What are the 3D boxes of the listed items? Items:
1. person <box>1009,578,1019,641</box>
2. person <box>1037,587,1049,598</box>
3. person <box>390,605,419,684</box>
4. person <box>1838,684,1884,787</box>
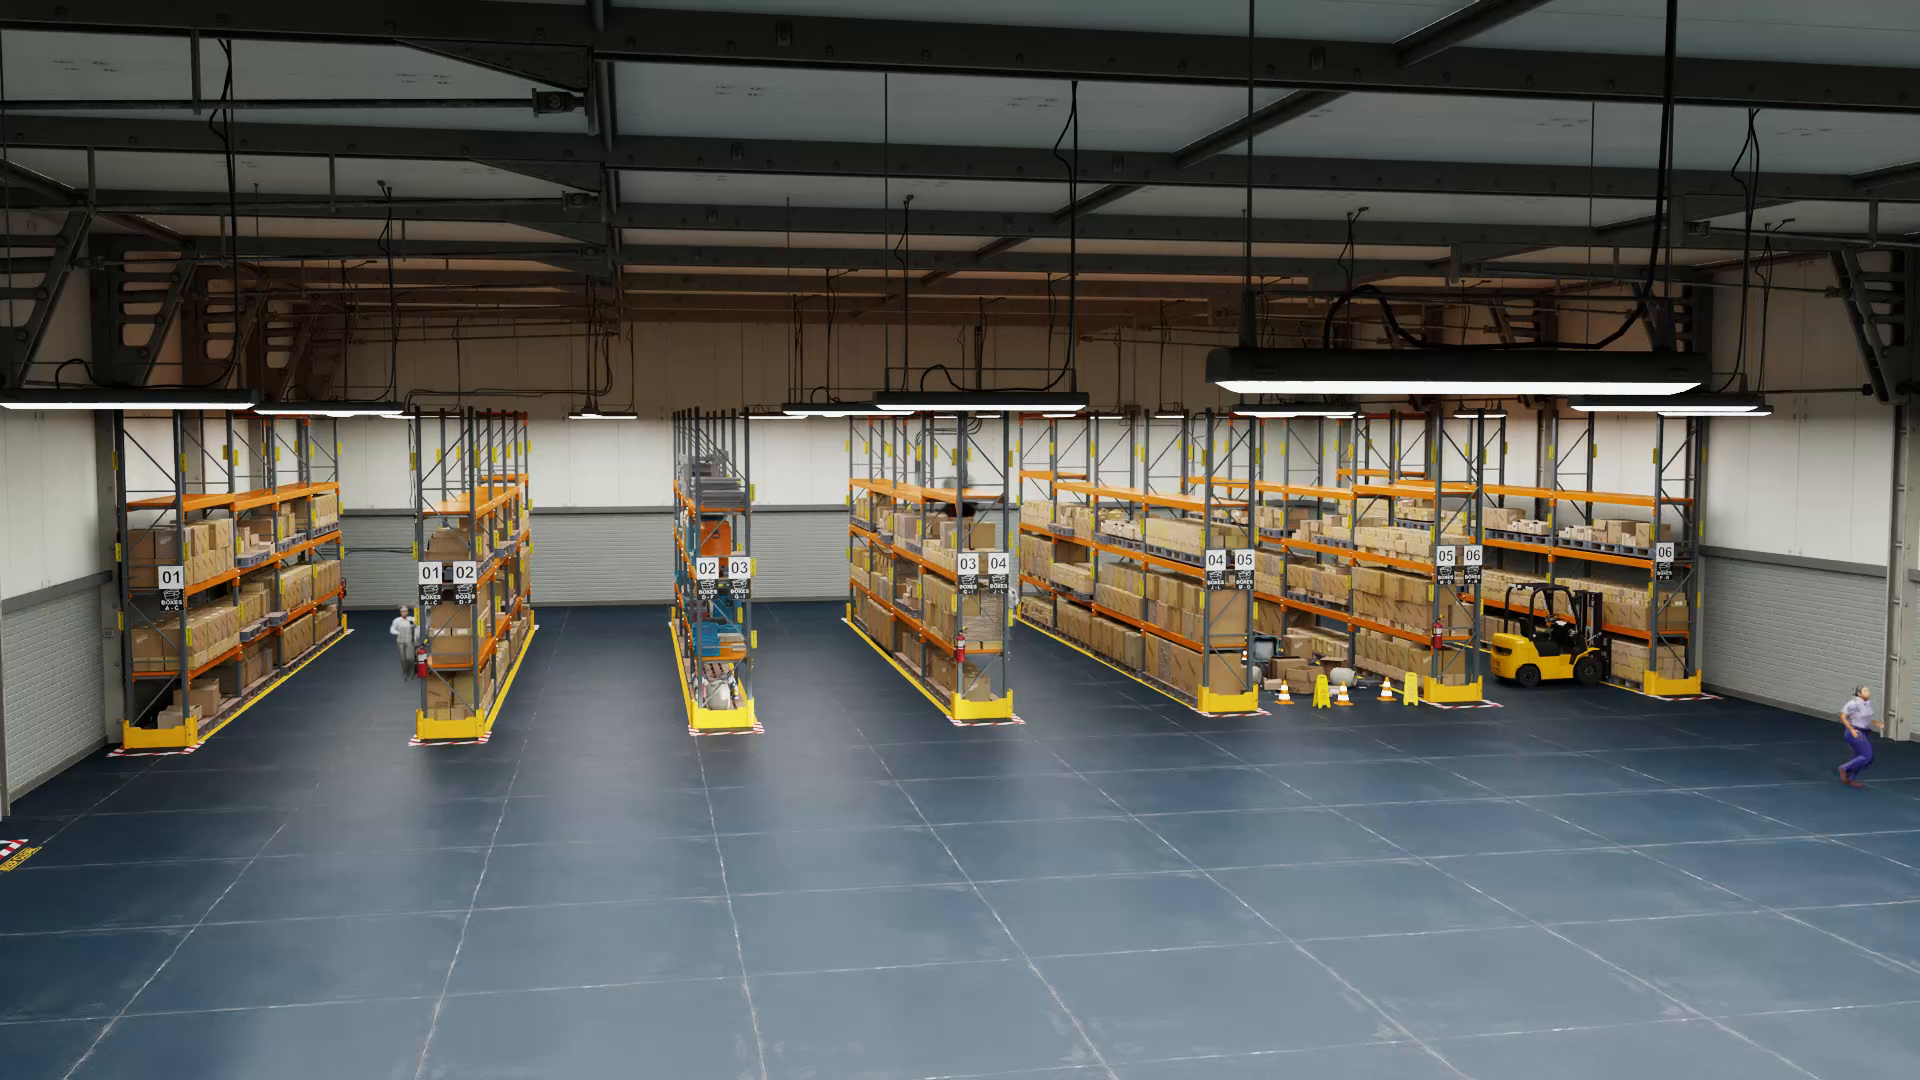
[{"bbox_3d":[1.253,1.799,43.571,0.606,1.654,0.580,-1,4,-15],"label":"person"},{"bbox_3d":[2.554,1.303,50.003,0.870,1.718,0.818,1,4,15],"label":"person"},{"bbox_3d":[-12.211,2.289,36.565,0.593,1.753,0.755,-1,4,-12],"label":"person"},{"bbox_3d":[14.137,3.068,26.056,0.591,1.614,0.554,-4,6,-43],"label":"person"}]
